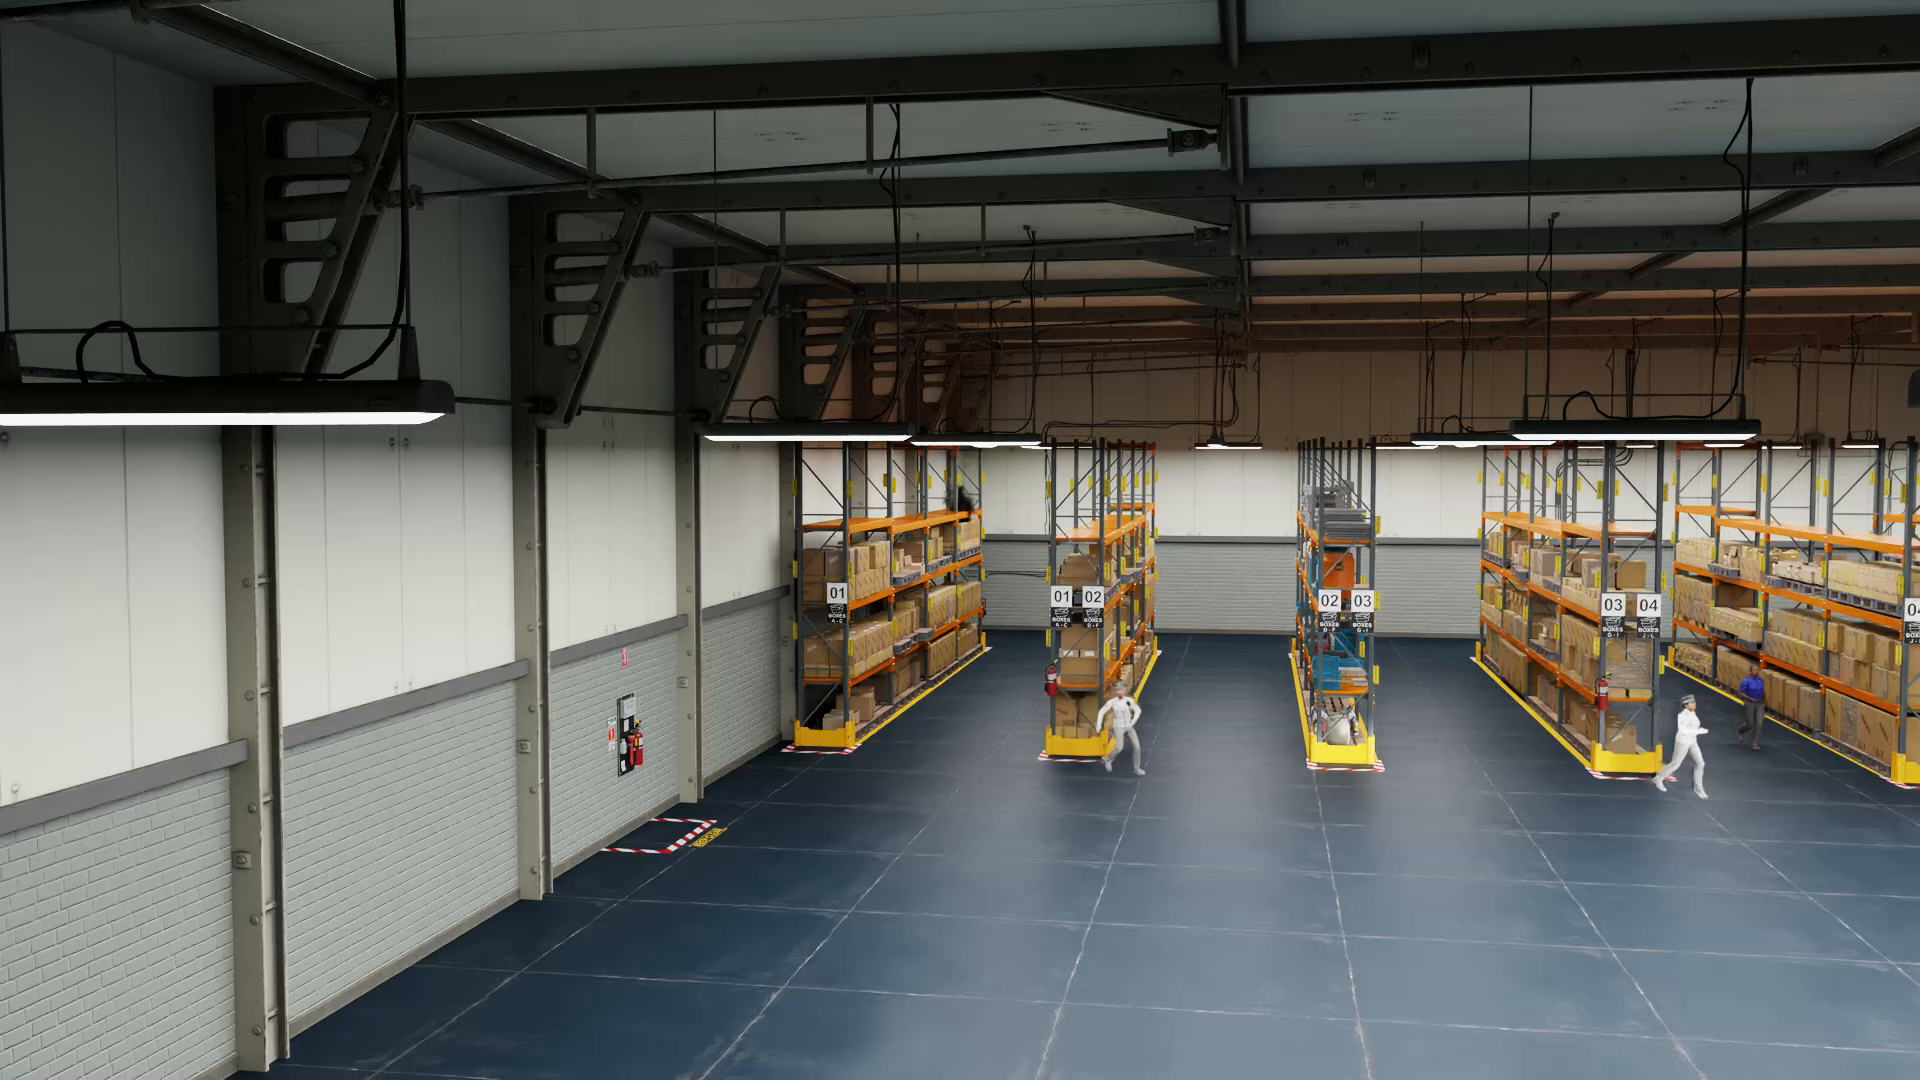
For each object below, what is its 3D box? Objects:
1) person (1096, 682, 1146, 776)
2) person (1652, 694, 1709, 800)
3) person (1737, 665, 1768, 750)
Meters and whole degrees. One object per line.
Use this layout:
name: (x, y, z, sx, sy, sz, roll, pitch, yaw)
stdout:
person: (2.856, 3.344, 29.513, 0.807, 1.636, 0.608, -1, 3, -19)
person: (12.031, 3.412, 27.680, 0.623, 1.739, 0.882, -2, 4, -39)
person: (15.321, 3.216, 32.144, 0.578, 1.607, 0.684, 0, 3, -4)
